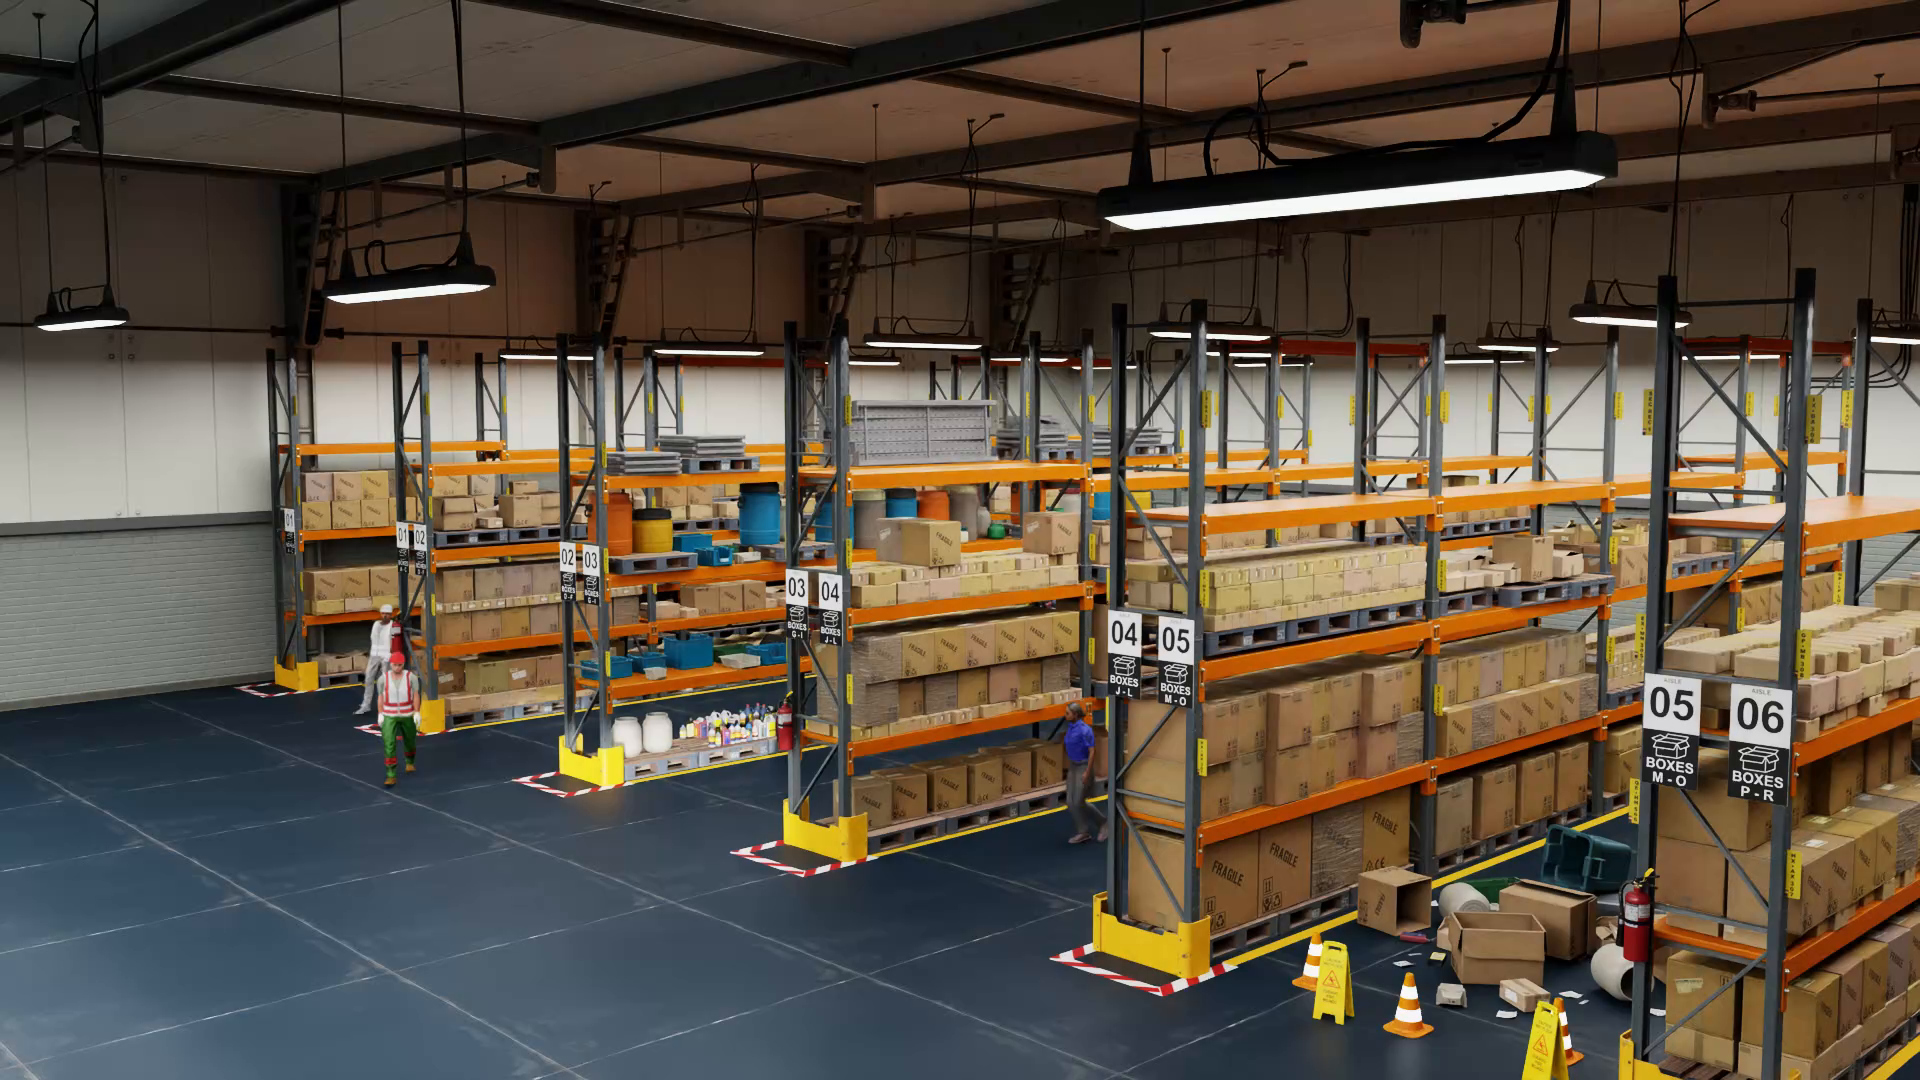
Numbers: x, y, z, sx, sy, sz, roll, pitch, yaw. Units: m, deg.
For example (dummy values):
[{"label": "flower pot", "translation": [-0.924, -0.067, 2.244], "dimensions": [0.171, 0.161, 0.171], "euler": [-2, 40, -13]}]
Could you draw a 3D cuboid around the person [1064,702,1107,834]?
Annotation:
[{"label": "person", "translation": [1.444, 2.648, 19.298], "dimensions": [0.439, 1.563, 0.522], "euler": [-2, 5, -24]}]

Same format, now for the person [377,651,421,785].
[{"label": "person", "translation": [-7.545, 2.361, 22.376], "dimensions": [0.547, 1.754, 0.915], "euler": [-2, 5, -23]}]

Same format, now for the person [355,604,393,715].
[{"label": "person", "translation": [-9.504, 1.950, 27.156], "dimensions": [0.582, 1.772, 0.781], "euler": [1, 5, 16]}]
